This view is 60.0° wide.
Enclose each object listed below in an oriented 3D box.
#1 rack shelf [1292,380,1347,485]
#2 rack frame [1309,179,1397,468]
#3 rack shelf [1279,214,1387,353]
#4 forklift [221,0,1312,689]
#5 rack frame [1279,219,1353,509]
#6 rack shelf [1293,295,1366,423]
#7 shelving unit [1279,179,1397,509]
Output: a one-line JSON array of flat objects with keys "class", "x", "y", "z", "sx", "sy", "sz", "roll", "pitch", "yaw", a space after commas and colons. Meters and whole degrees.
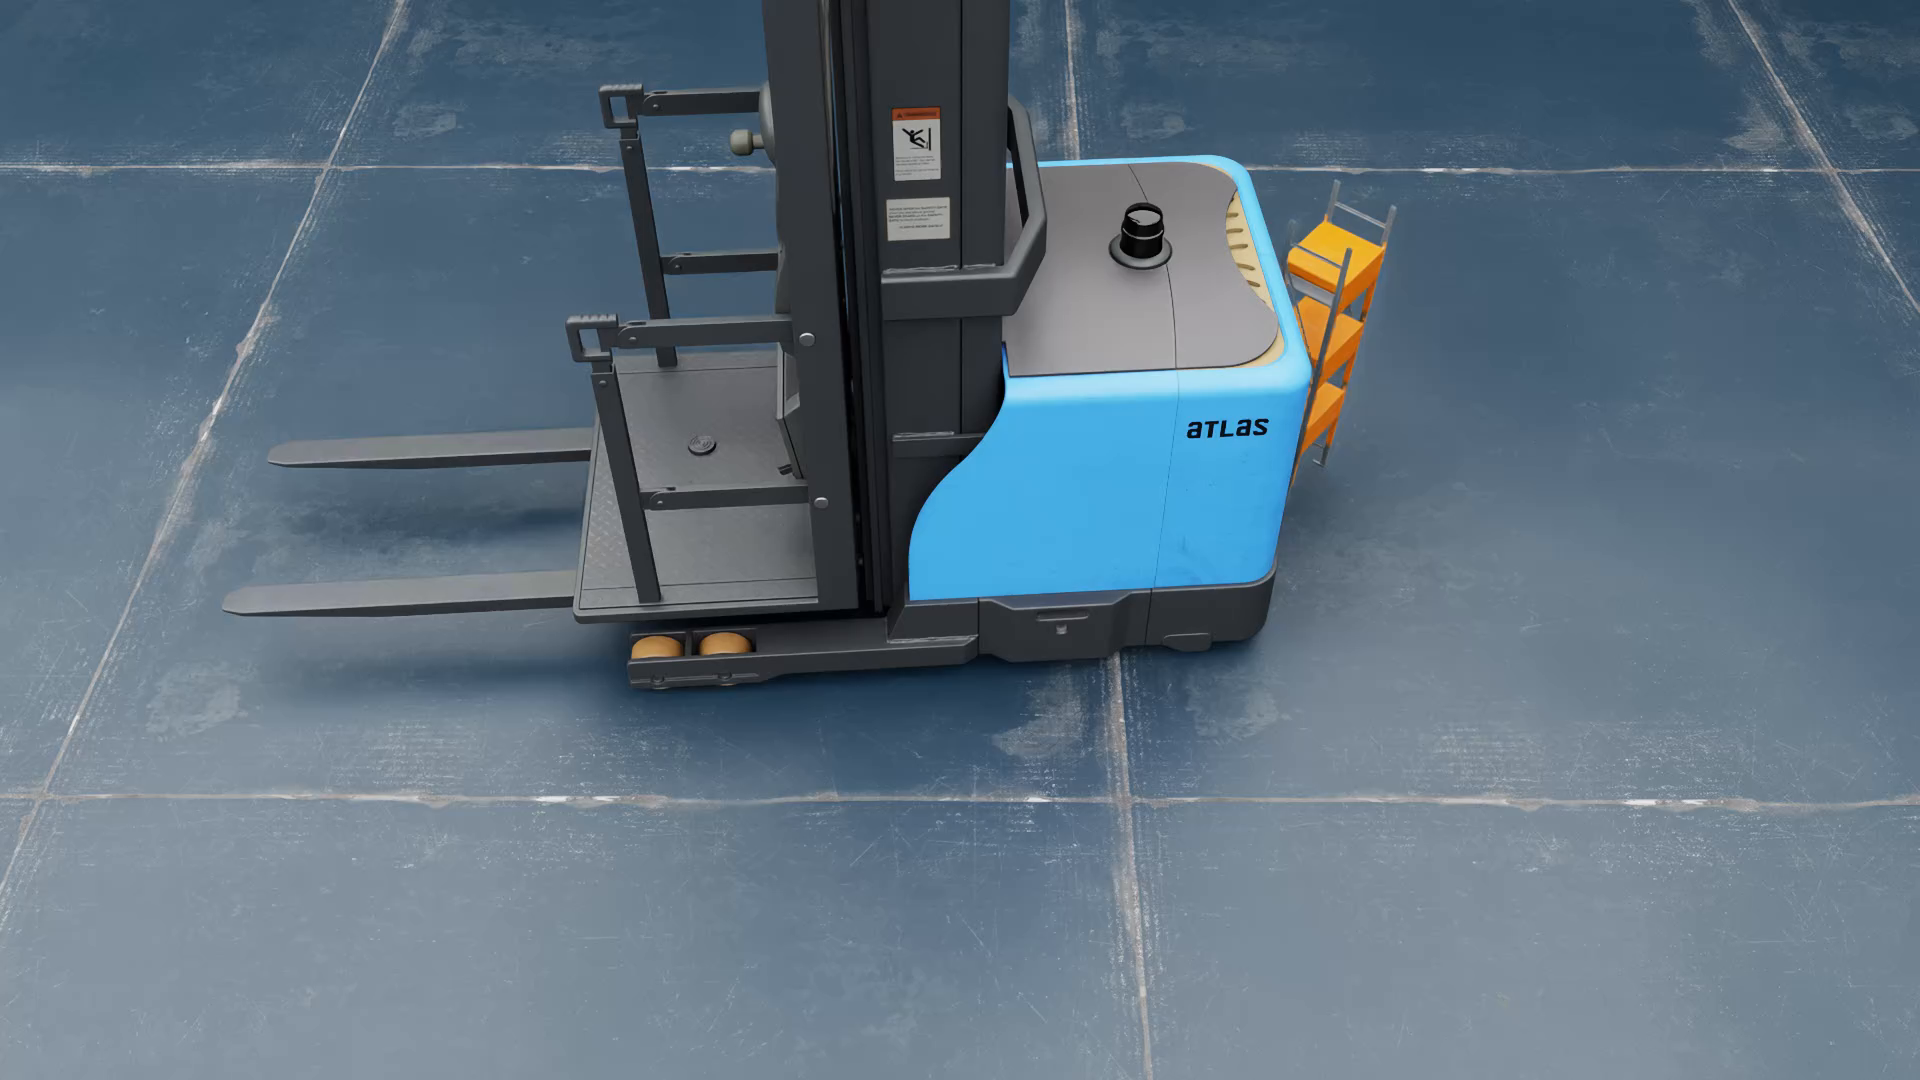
[{"class": "rack shelf", "x": 1.051, "y": -0.376, "z": 5.270, "sx": 0.215, "sy": 0.259, "sz": 0.240, "roll": 32, "pitch": 55, "yaw": 24}, {"class": "rack frame", "x": 1.137, "y": -0.636, "z": 5.119, "sx": 0.200, "sy": 1.050, "sz": 0.008, "roll": 32, "pitch": 55, "yaw": 24}, {"class": "rack shelf", "x": 1.068, "y": -0.748, "z": 4.850, "sx": 0.215, "sy": 0.259, "sz": 0.240, "roll": 32, "pitch": 55, "yaw": 24}, {"class": "forklift", "x": -0.629, "y": -0.967, "z": 4.147, "sx": 3.031, "sy": 2.935, "sz": 1.130, "roll": -3, "pitch": 47, "yaw": -3}, {"class": "rack frame", "x": 0.983, "y": -0.497, "z": 4.990, "sx": 0.200, "sy": 1.050, "sz": 0.008, "roll": 32, "pitch": 55, "yaw": 24}, {"class": "rack shelf", "x": 1.060, "y": -0.560, "z": 5.062, "sx": 0.215, "sy": 0.259, "sz": 0.240, "roll": 32, "pitch": 55, "yaw": 24}, {"class": "shelving unit", "x": 1.060, "y": -0.567, "z": 5.054, "sx": 0.215, "sy": 1.050, "sz": 0.252, "roll": 32, "pitch": 55, "yaw": 24}]
